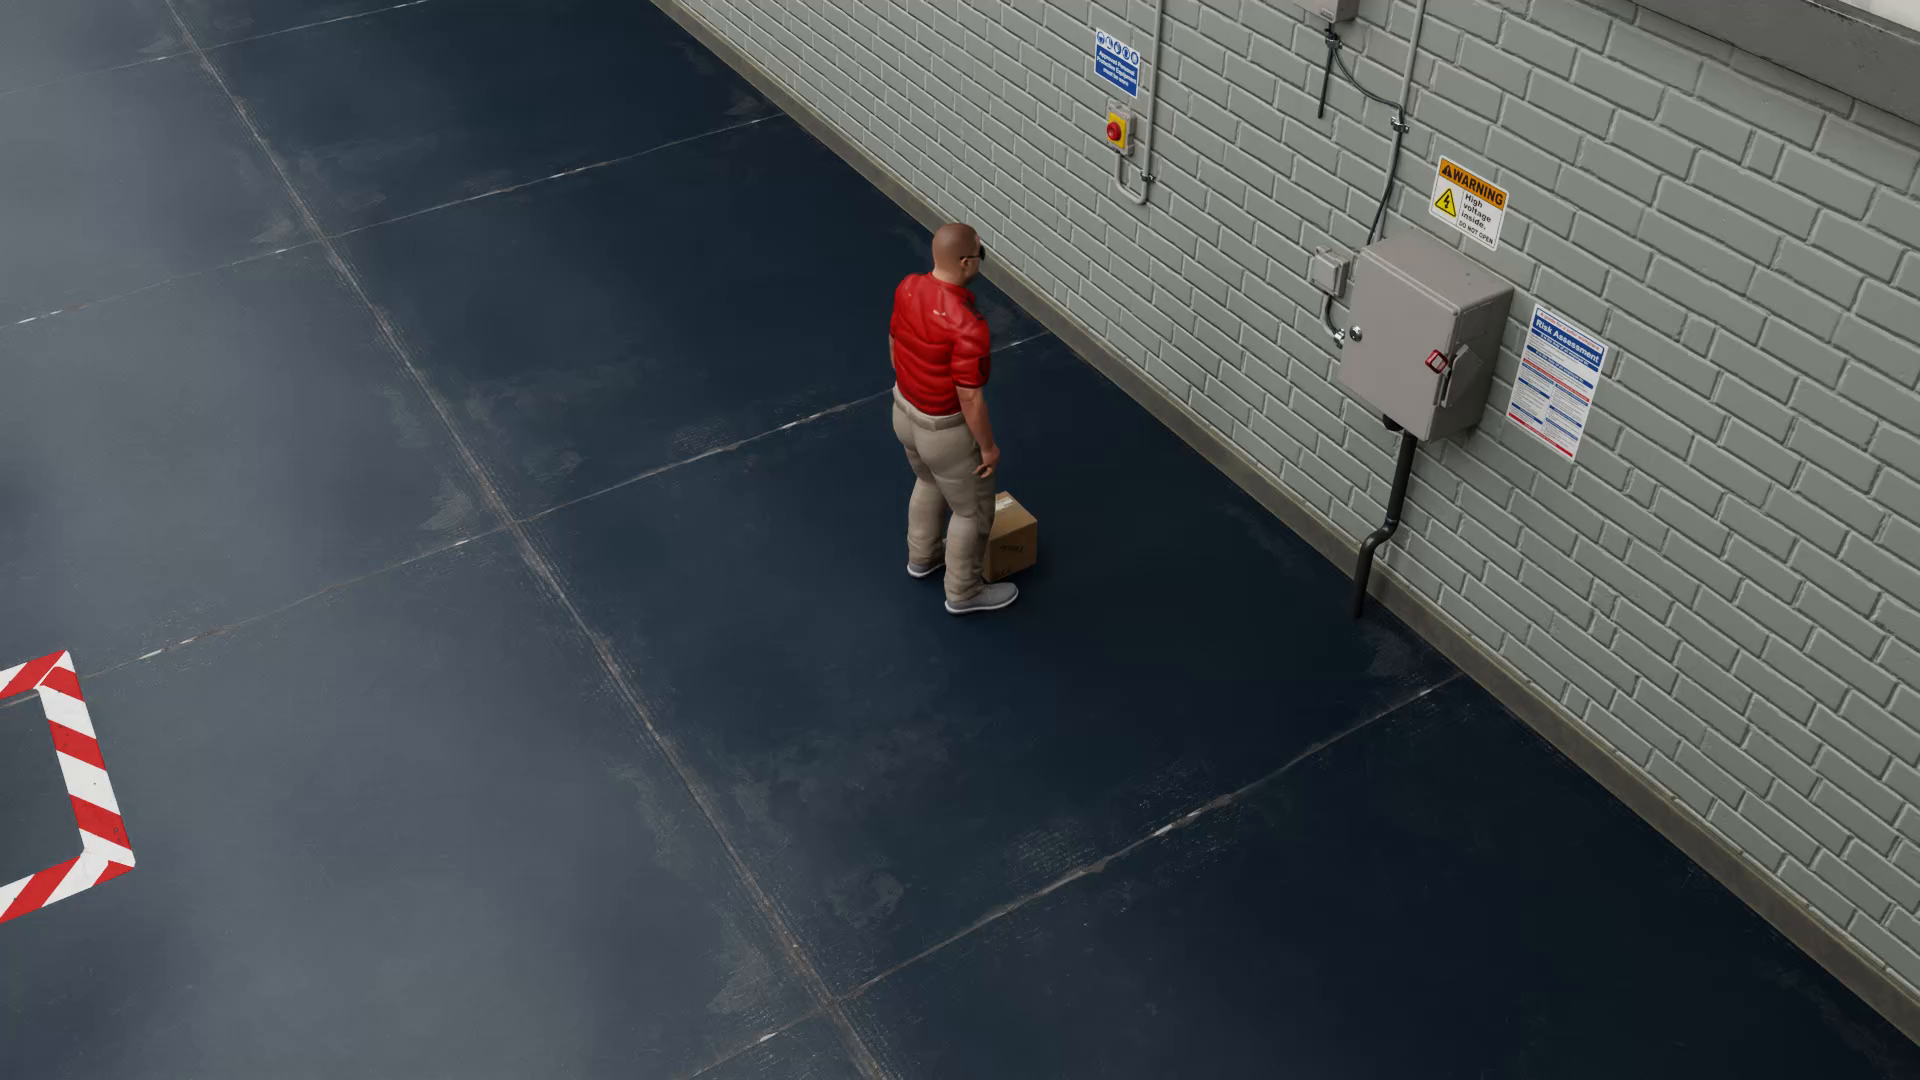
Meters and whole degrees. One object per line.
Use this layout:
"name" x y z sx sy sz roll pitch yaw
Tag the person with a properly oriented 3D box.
"person" -0.048 -0.450 6.763 0.393 1.637 0.594 -25 46 -26
